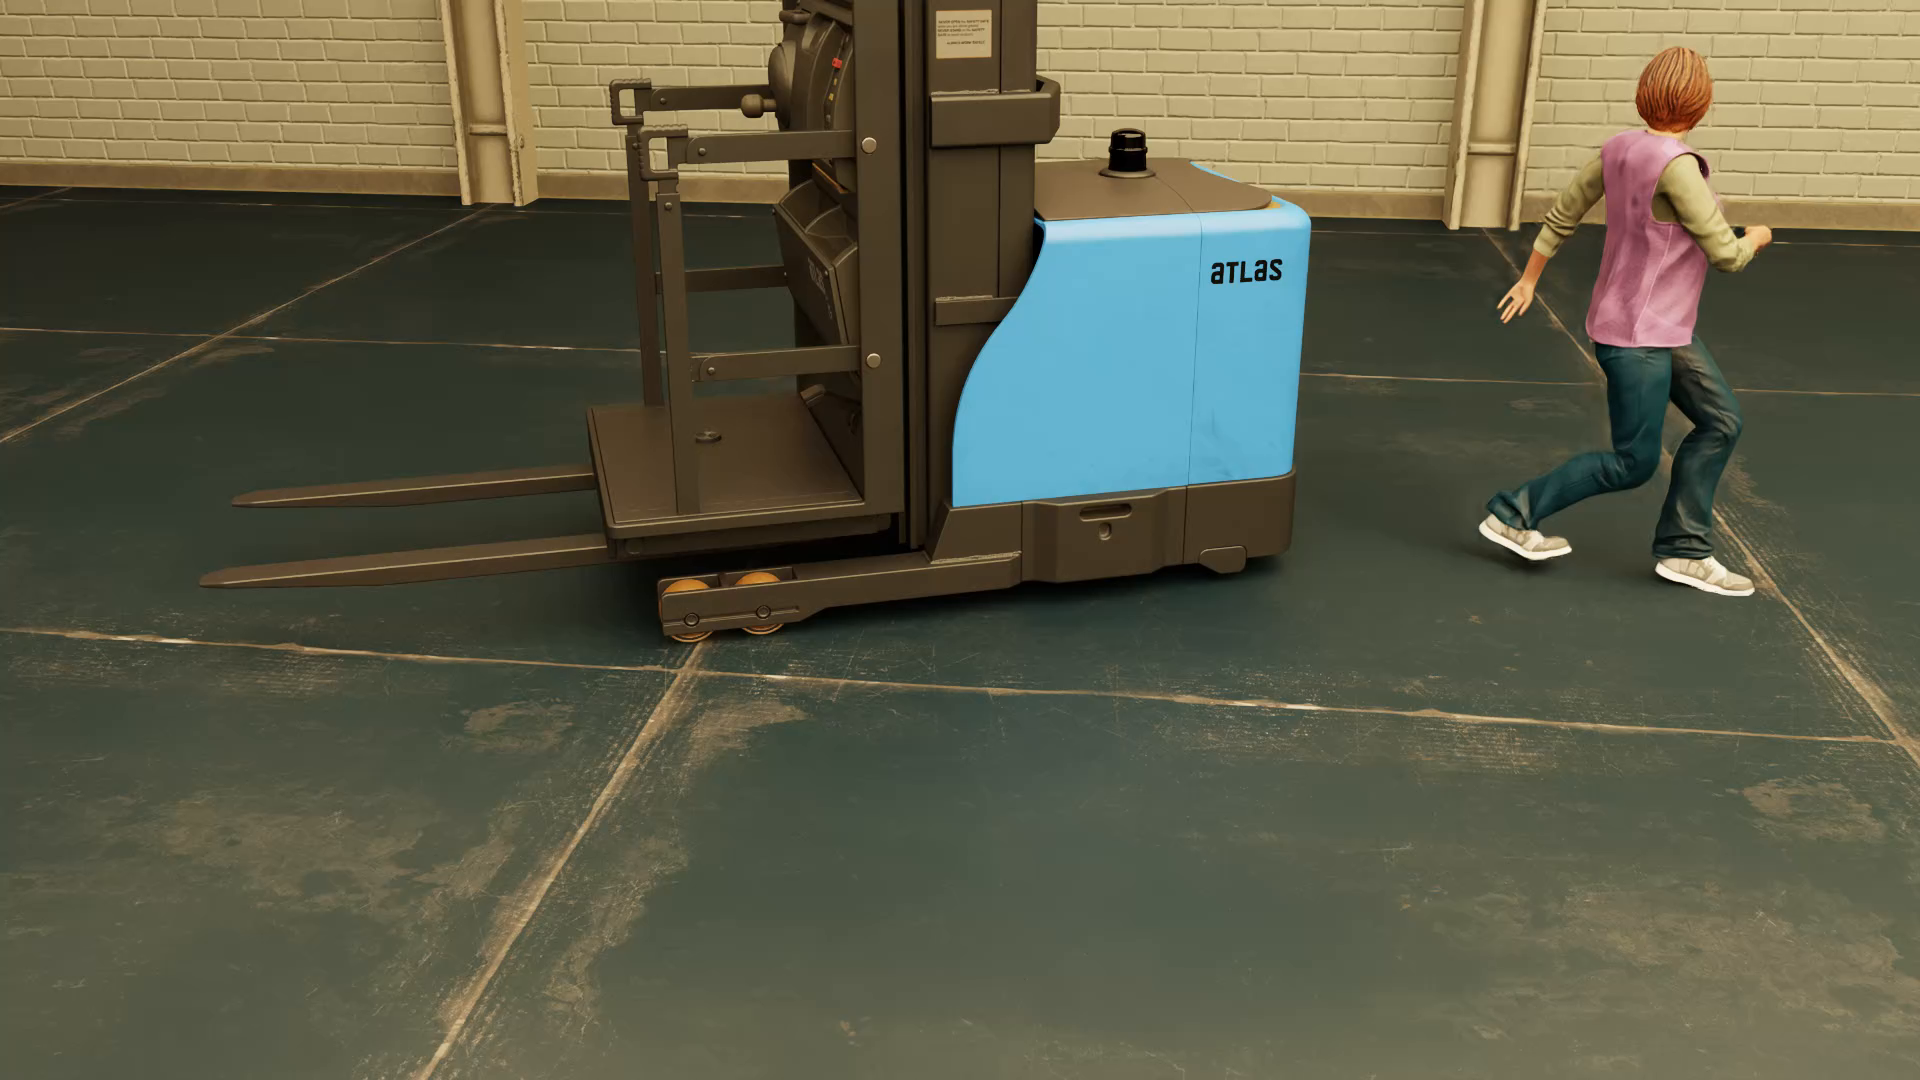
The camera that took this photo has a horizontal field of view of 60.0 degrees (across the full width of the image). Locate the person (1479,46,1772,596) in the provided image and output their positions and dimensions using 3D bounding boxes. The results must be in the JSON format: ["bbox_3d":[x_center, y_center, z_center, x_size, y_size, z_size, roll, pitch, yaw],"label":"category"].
[{"bbox_3d":[1.928,-0.601,4.682,0.796,1.516,0.439,7,23,16],"label":"person"}]

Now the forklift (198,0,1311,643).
[{"bbox_3d":[-0.588,-1.301,4.485,3.031,2.935,1.130,-6,23,-14],"label":"forklift"}]
